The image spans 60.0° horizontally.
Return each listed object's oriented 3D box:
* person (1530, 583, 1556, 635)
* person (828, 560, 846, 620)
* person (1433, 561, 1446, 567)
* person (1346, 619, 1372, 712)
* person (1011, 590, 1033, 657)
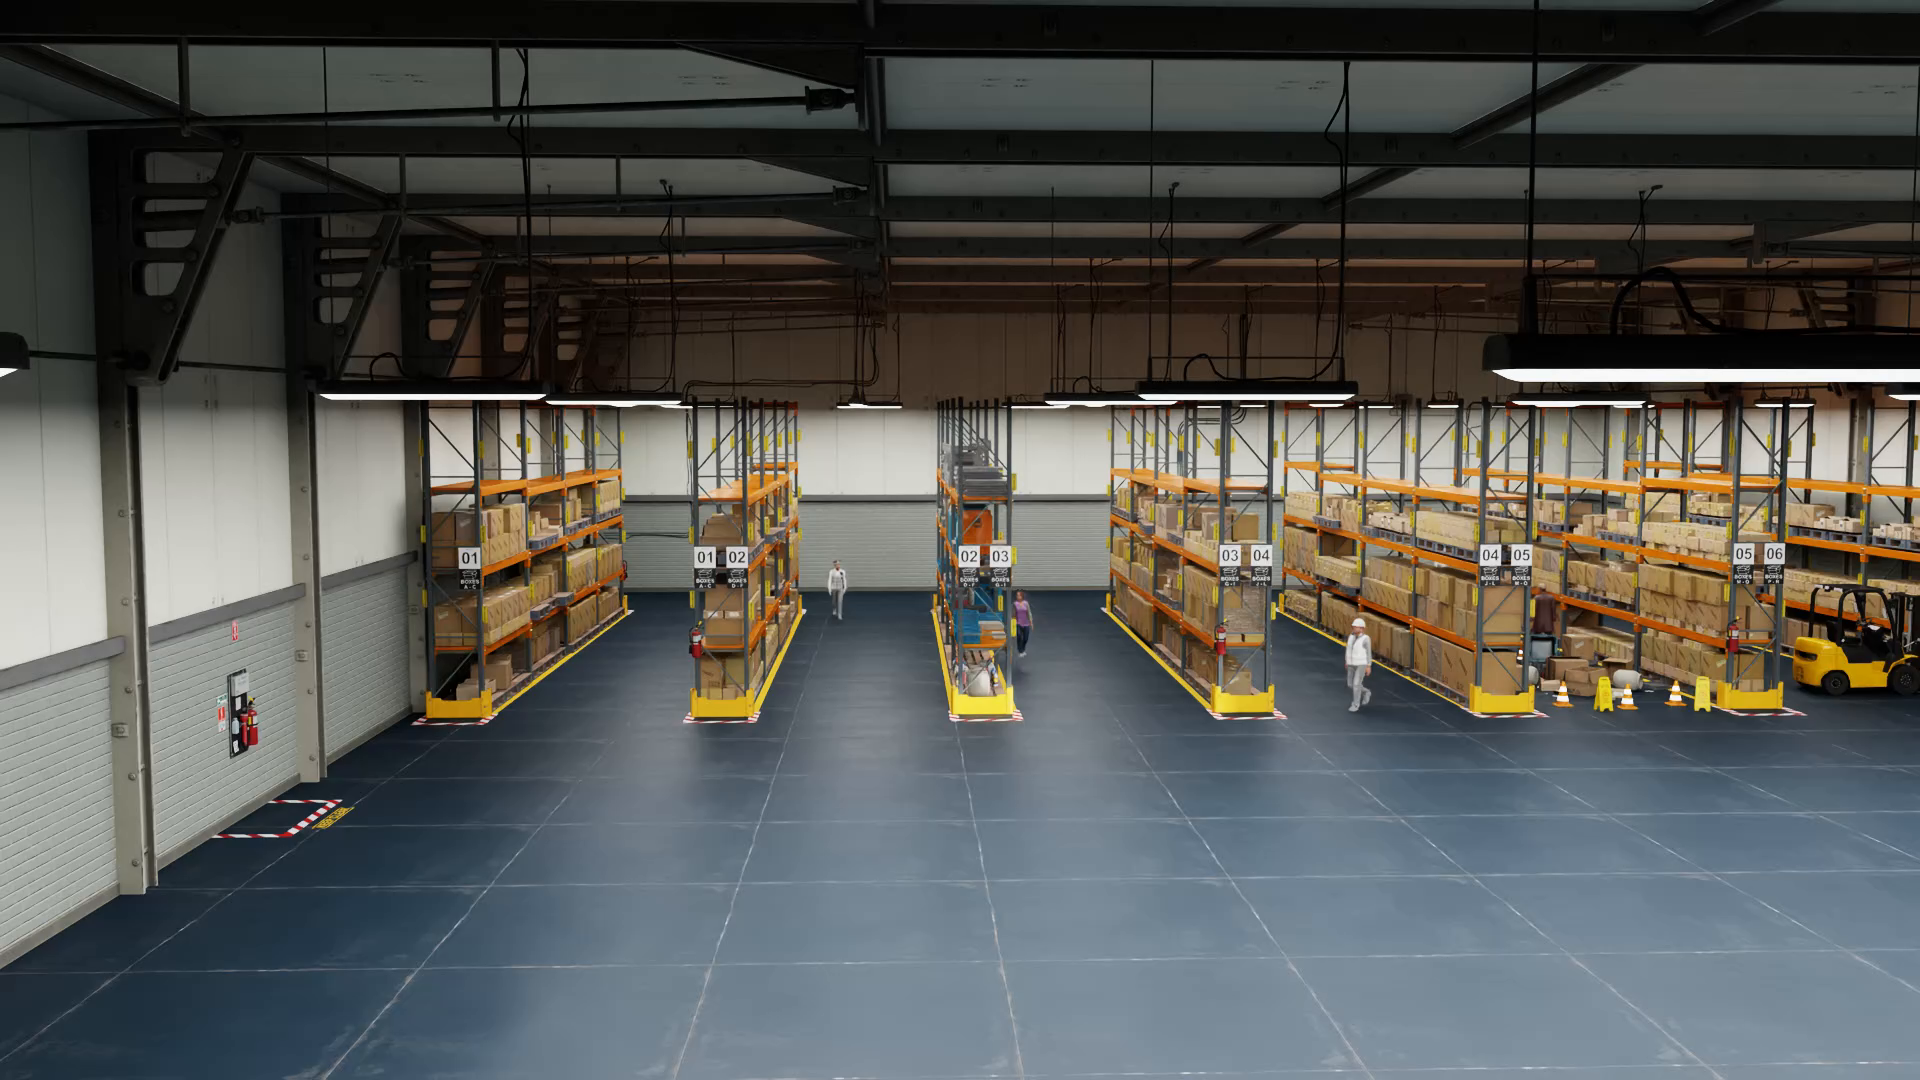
[{"bbox_3d":[13.436,1.882,38.315,0.614,1.776,0.612,0,4,-4],"label":"person"},{"bbox_3d":[-3.391,1.344,45.910,0.494,1.621,1.049,0,4,-3],"label":"person"},{"bbox_3d":[14.387,1.058,49.681,0.925,1.632,0.461,-1,5,-13],"label":"person"},{"bbox_3d":[7.648,2.373,31.902,0.818,1.752,0.576,-3,5,-36],"label":"person"},{"bbox_3d":[1.385,1.868,36.956,0.448,1.487,0.898,-1,4,-7],"label":"person"}]
